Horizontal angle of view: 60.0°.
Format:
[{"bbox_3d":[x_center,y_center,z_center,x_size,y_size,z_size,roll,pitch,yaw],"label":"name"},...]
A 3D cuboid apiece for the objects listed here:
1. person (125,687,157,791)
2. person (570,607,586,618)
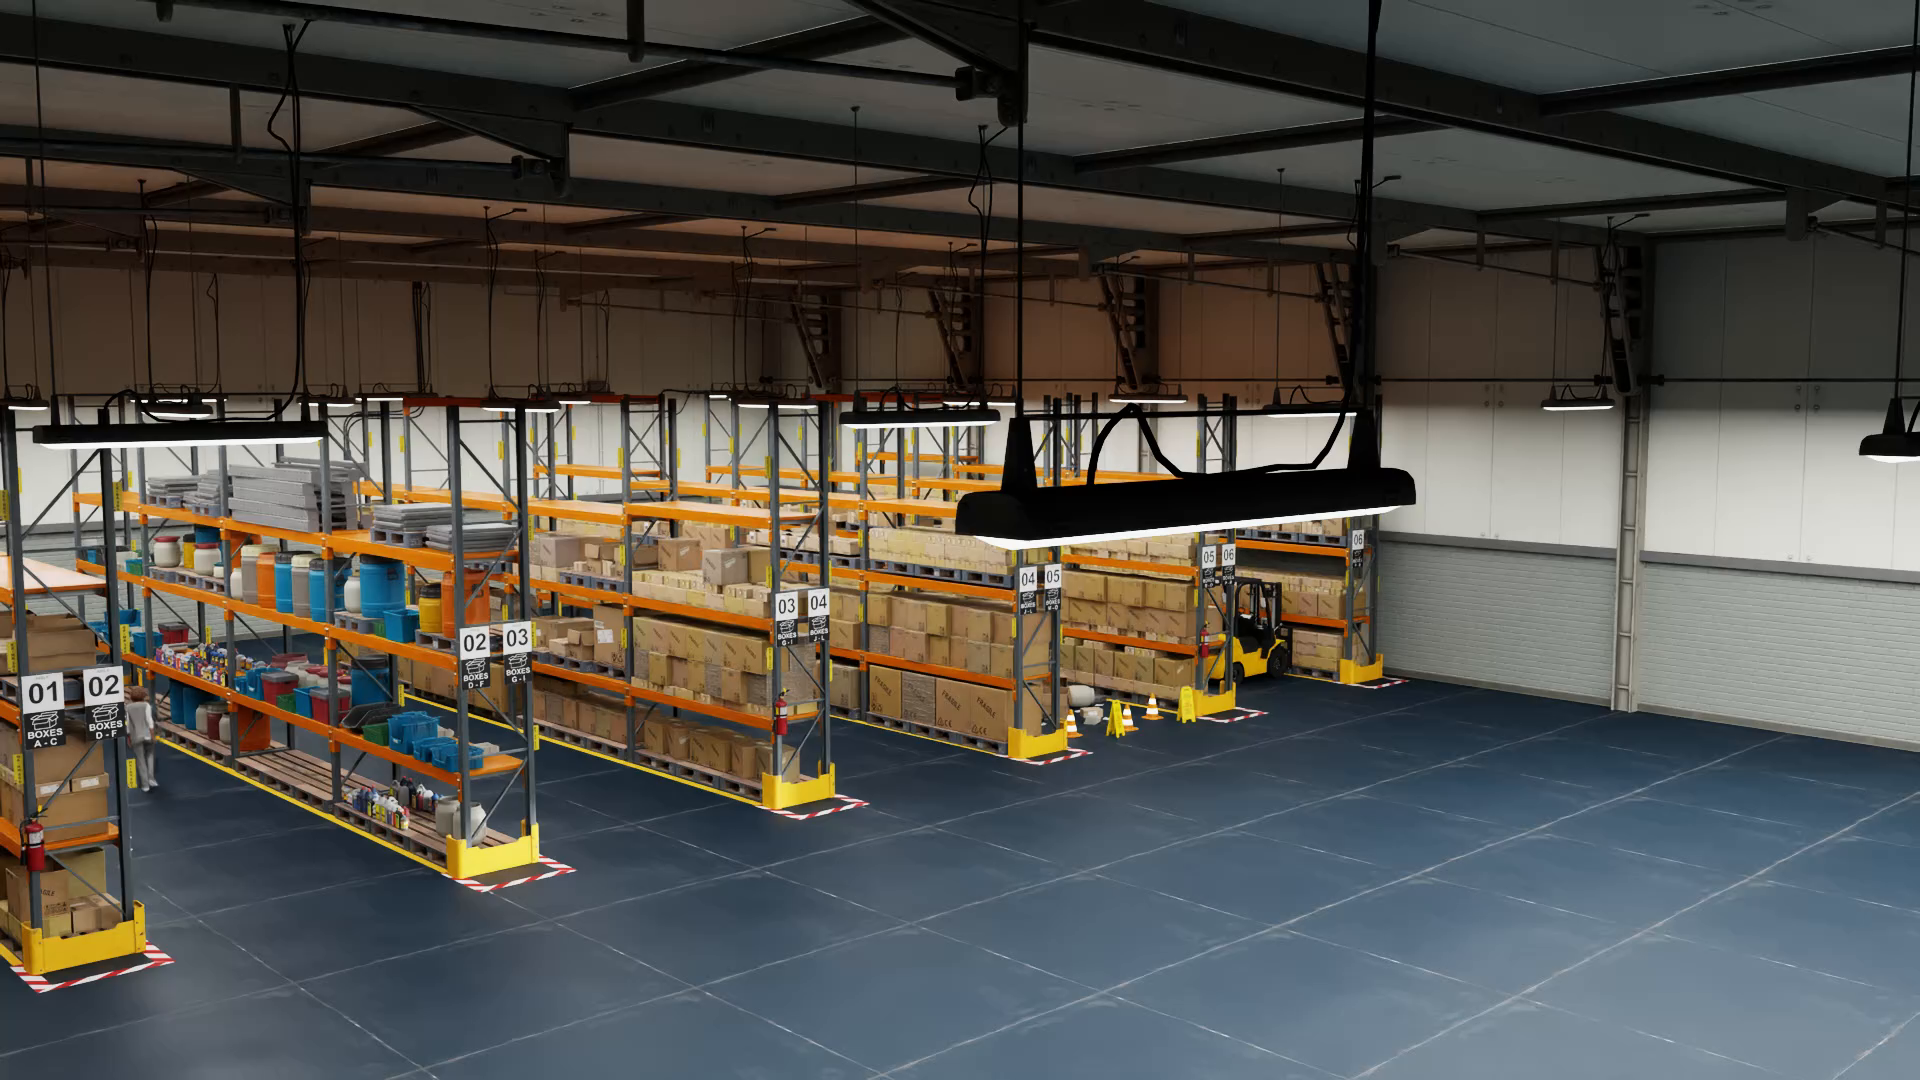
[{"bbox_3d":[-12.579,3.072,25.552,0.420,1.569,0.535,-4,7,-33],"label":"person"},{"bbox_3d":[-9.897,1.401,42.998,0.582,1.567,0.737,-4,7,-34],"label":"person"}]
